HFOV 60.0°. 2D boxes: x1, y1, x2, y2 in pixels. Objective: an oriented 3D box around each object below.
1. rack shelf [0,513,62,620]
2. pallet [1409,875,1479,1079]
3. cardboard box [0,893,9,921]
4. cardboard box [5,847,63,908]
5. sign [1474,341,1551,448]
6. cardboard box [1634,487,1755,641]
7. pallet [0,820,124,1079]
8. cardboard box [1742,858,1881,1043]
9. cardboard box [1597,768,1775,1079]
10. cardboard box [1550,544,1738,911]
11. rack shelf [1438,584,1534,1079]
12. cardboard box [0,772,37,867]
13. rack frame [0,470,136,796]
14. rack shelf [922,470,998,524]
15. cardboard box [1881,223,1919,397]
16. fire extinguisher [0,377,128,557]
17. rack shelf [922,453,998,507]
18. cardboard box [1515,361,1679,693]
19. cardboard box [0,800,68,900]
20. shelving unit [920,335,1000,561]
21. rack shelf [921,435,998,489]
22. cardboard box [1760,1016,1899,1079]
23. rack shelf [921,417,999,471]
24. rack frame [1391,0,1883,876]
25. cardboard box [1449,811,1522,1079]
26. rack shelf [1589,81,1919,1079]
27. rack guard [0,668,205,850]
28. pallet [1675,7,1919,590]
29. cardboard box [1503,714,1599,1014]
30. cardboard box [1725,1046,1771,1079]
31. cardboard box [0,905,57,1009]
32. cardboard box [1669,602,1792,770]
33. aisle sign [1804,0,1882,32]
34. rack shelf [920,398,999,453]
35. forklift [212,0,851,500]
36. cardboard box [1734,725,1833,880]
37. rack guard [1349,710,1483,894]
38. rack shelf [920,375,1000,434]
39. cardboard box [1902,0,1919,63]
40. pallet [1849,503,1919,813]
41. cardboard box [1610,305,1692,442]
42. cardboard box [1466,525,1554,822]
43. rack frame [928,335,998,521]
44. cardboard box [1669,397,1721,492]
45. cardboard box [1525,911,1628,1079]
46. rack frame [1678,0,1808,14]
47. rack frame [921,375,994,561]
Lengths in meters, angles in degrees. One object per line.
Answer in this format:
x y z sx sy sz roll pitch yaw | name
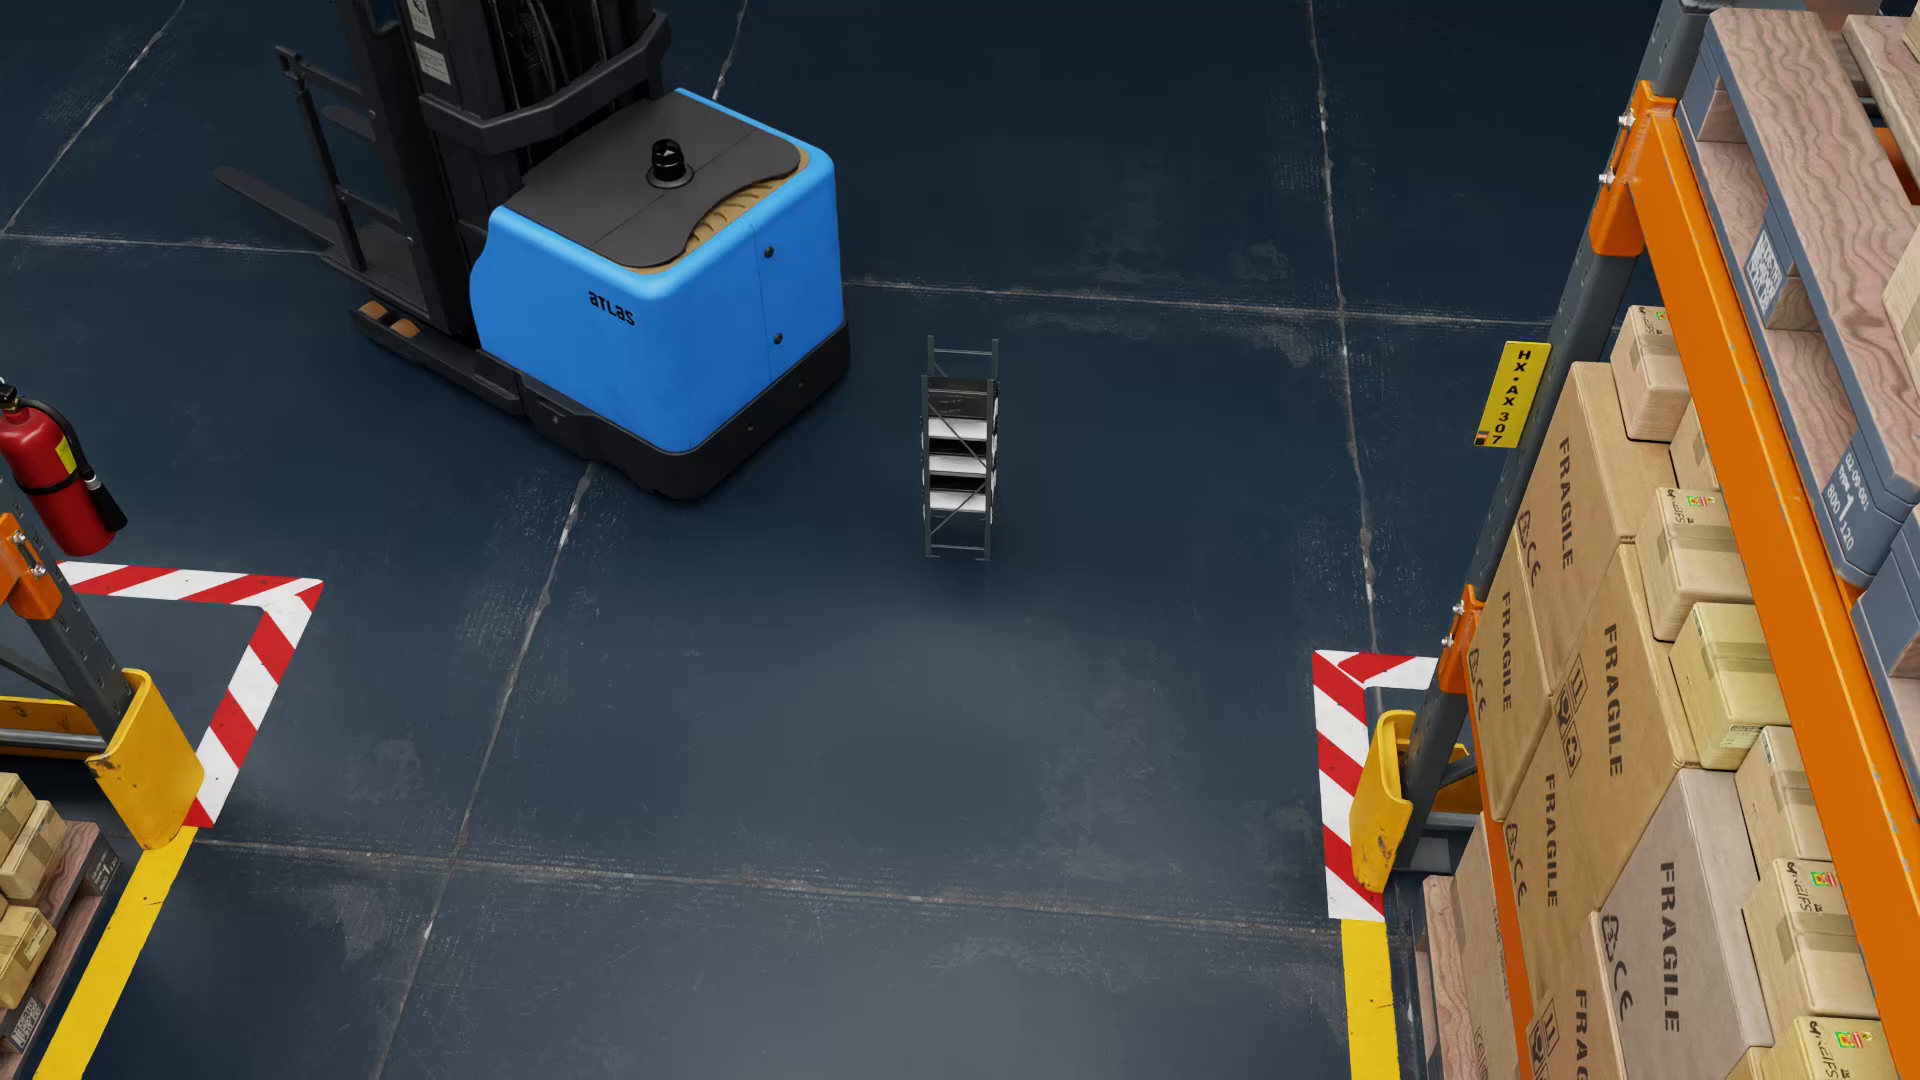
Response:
-3.281 1.478 3.353 1.077 0.370 4.000 4 48 4 | rack shelf
1.845 1.558 4.682 1.003 0.211 1.213 4 48 4 | pallet
-2.940 1.081 4.674 0.380 0.149 0.250 3 48 3 | cardboard box
-2.939 0.987 4.962 0.380 0.149 0.250 5 48 4 | cardboard box
1.288 -0.336 3.884 0.100 0.325 0.005 4 48 4 | sign
1.441 0.057 2.980 0.380 0.149 0.250 5 48 5 | cardboard box
-3.215 1.357 4.865 1.003 0.211 1.213 4 48 4 | pallet
1.399 0.629 2.457 0.380 0.149 0.250 4 48 4 | cardboard box
1.434 0.746 2.790 0.500 0.500 0.500 4 48 3 | cardboard box
1.473 0.367 3.136 0.500 0.500 0.500 3 48 2 | cardboard box
1.658 1.737 3.116 1.077 0.370 4.000 4 48 4 | rack shelf
-2.894 0.792 4.737 0.380 0.149 0.250 4 48 4 | cardboard box
-3.098 -0.234 4.431 1.000 3.000 0.127 4 48 4 | rack frame
0.001 -0.166 6.081 0.258 0.077 0.200 4 48 4 | rack shelf
1.512 -0.294 2.272 0.380 0.149 0.250 5 48 5 | cardboard box
-2.616 -0.236 4.738 0.296 0.674 0.183 4 48 4 | fire extinguisher
0.001 -0.226 6.014 0.258 0.077 0.200 4 48 4 | rack shelf
1.513 -0.013 3.484 0.500 0.500 0.500 3 48 3 | cardboard box
-2.862 0.893 4.846 0.380 0.149 0.250 3 48 2 | cardboard box
0.001 -0.310 5.923 0.258 0.900 0.210 4 48 4 | shelving unit
0.001 -0.287 5.948 0.258 0.077 0.200 4 48 4 | rack shelf
1.349 0.813 2.288 0.380 0.149 0.250 3 48 3 | cardboard box
0.001 -0.348 5.882 0.258 0.077 0.200 4 48 4 | rack shelf
1.840 0.024 4.195 1.000 3.000 0.127 4 48 4 | rack frame
1.880 1.239 4.536 0.875 0.438 0.875 2 48 2 | cardboard box
1.658 0.725 2.009 1.077 0.370 4.000 4 48 4 | rack shelf
-3.105 0.665 5.303 1.175 0.500 0.348 4 48 4 | rack guard
1.783 -0.412 2.621 1.003 0.211 1.213 4 48 4 | pallet
1.492 0.698 3.511 0.500 0.500 0.500 3 48 3 | cardboard box
1.389 1.112 2.454 0.500 0.500 0.500 4 48 4 | cardboard box
-2.861 1.183 4.783 0.380 0.149 0.250 5 48 5 | cardboard box
1.435 0.252 2.802 0.380 0.149 0.250 2 48 2 | cardboard box
1.558 -0.925 3.302 0.394 0.787 0.004 4 48 4 | aisle sign
0.001 -0.409 5.815 0.258 0.077 0.200 4 48 4 | rack shelf
-1.938 -2.031 6.121 3.031 2.935 1.130 28 54 23 | forklift
1.464 0.448 2.622 0.380 0.149 0.250 4 48 4 | cardboard box
1.842 0.850 5.133 1.175 0.500 0.348 4 48 4 | rack guard
0.001 -0.469 5.749 0.258 0.077 0.200 4 48 4 | rack shelf
1.889 -0.776 2.643 0.500 0.250 0.500 0 48 0 | cardboard box
1.674 0.487 1.799 1.003 0.211 1.213 4 48 4 | pallet
1.532 -0.323 3.328 0.380 0.149 0.250 5 48 4 | cardboard box
1.511 0.324 3.853 0.500 0.500 0.500 4 48 3 | cardboard box
0.010 -0.384 5.992 0.240 0.900 0.006 4 48 4 | rack frame
1.579 -0.126 3.148 0.380 0.149 0.250 5 48 4 | cardboard box
1.428 1.070 3.171 0.500 0.500 0.500 4 48 3 | cardboard box
1.840 -2.000 1.981 1.000 3.000 0.127 4 48 4 | rack frame
-0.009 -0.235 5.855 0.240 0.900 0.006 4 48 4 | rack frame
